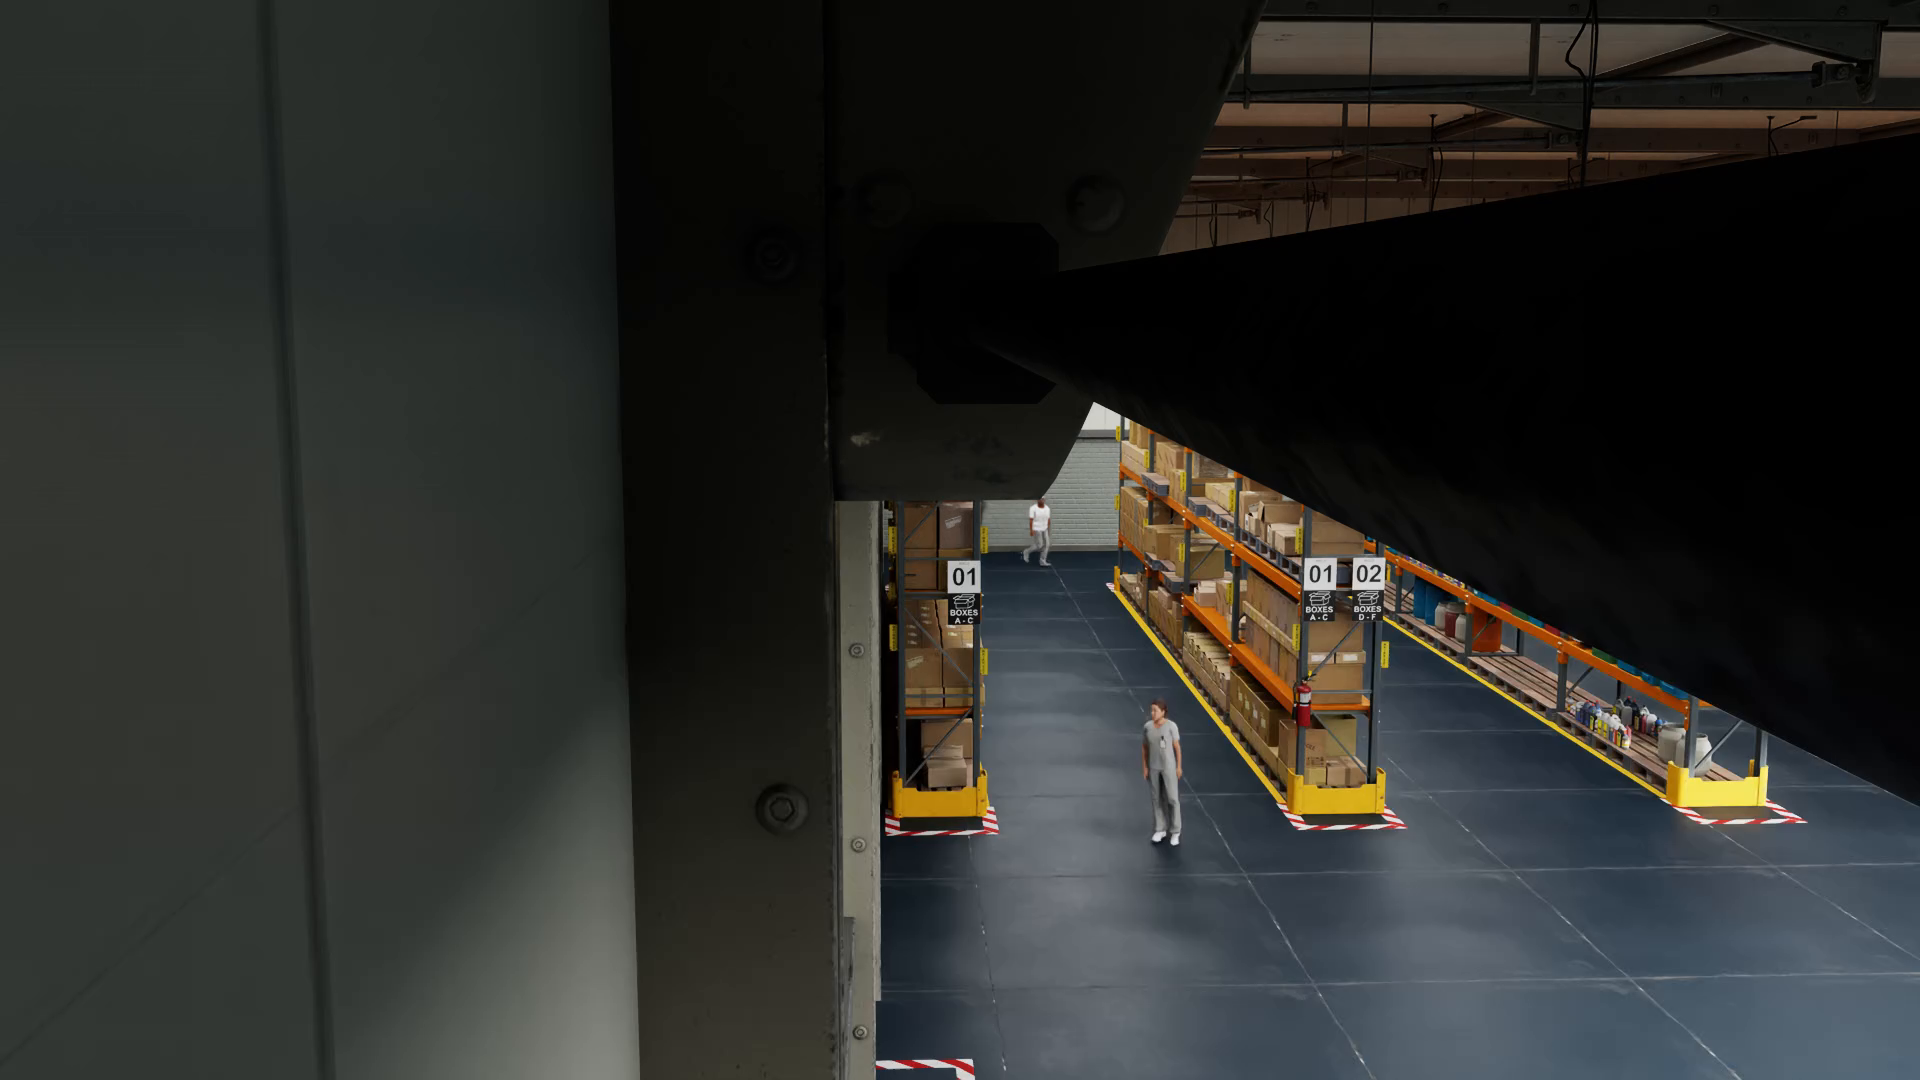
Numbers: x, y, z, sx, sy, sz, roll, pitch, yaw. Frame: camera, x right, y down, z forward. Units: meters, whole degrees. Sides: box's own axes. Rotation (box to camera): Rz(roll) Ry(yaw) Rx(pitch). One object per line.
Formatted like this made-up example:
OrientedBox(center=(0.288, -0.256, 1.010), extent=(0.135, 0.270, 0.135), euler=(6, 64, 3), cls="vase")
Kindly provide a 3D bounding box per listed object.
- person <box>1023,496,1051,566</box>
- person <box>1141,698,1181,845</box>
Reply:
OrientedBox(center=(1.880, -0.254, 39.689), extent=(0.692, 1.740, 0.573), euler=(6, 10, 37), cls="person")
OrientedBox(center=(2.362, 2.713, 19.569), extent=(0.511, 1.717, 0.395), euler=(4, 9, 25), cls="person")
